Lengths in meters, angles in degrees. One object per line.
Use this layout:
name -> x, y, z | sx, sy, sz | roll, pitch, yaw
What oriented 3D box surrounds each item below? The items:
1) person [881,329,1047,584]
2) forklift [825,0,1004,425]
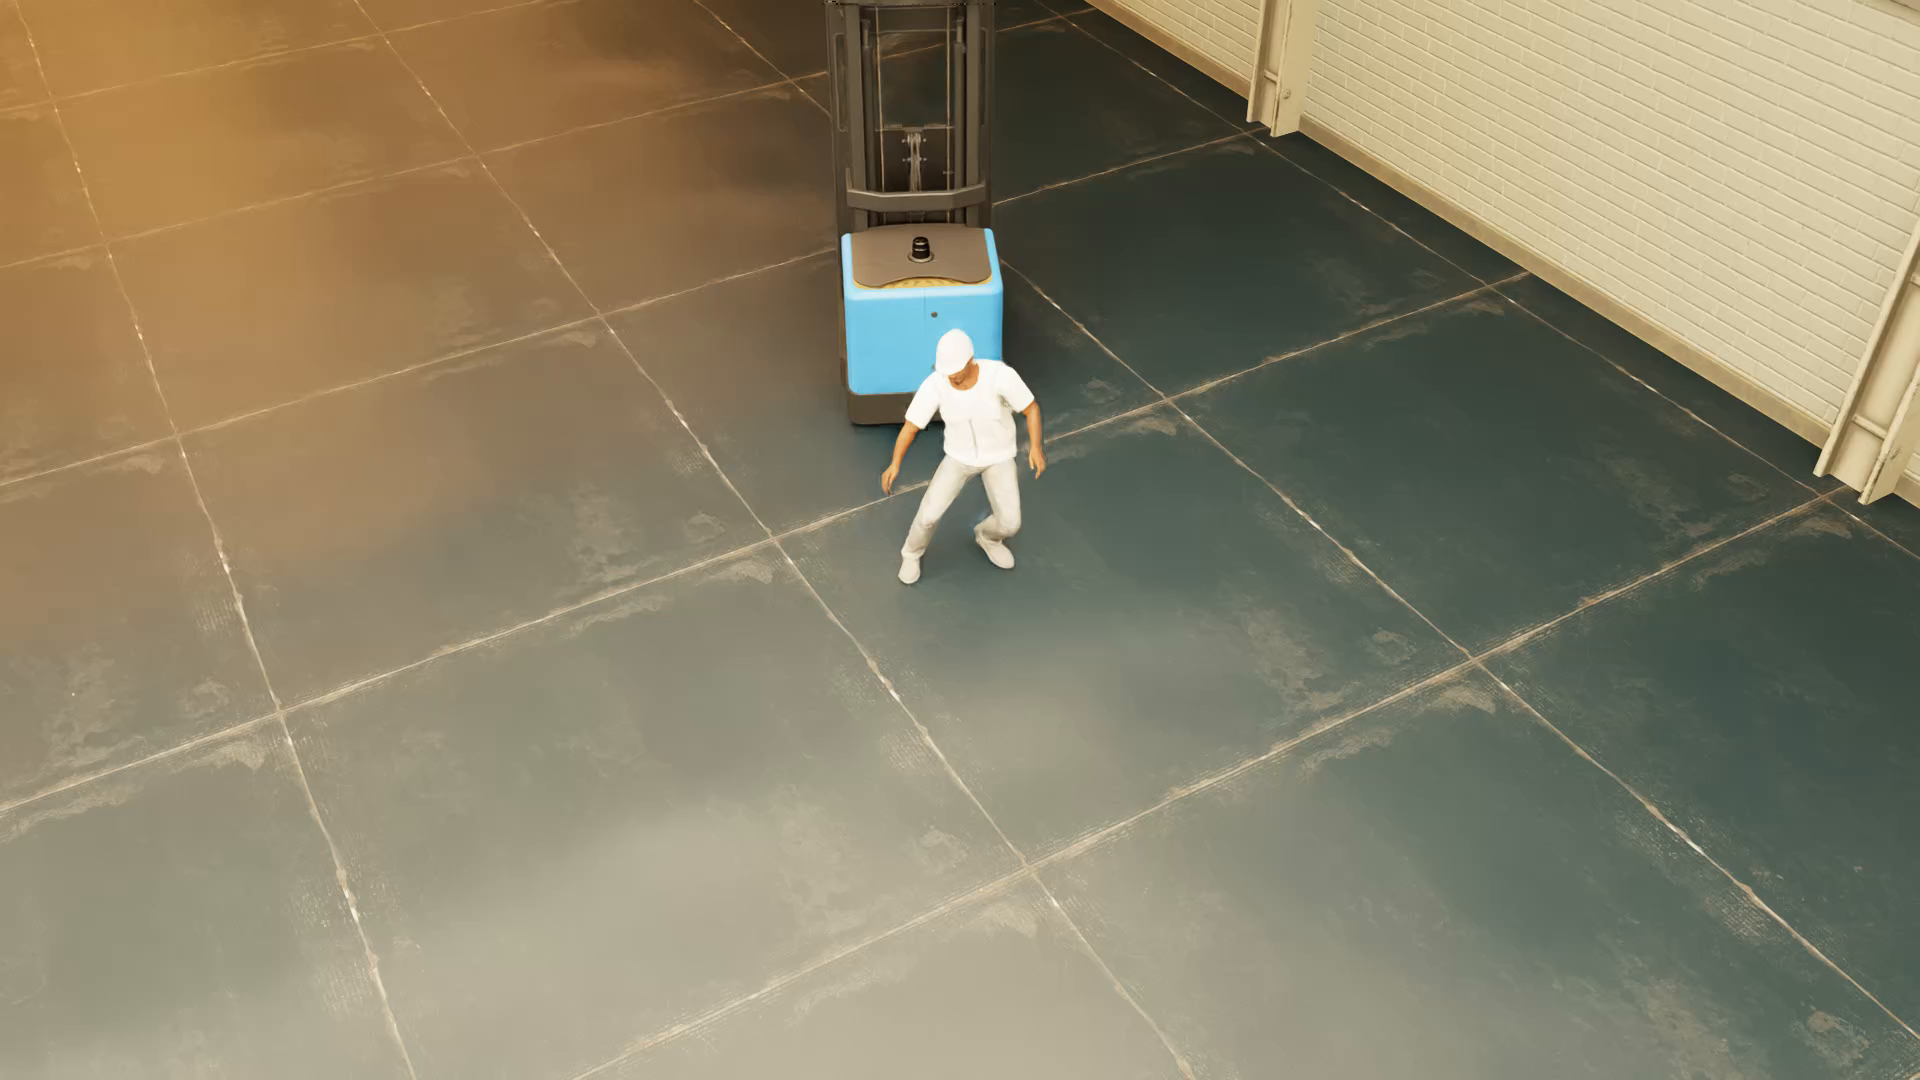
person -> 0.042, -0.453, 9.624 | 0.930, 1.611, 0.645 | 4, 40, 5
forklift -> -0.342, -2.832, 11.450 | 1.130, 2.935, 3.031 | -3, 40, -4
